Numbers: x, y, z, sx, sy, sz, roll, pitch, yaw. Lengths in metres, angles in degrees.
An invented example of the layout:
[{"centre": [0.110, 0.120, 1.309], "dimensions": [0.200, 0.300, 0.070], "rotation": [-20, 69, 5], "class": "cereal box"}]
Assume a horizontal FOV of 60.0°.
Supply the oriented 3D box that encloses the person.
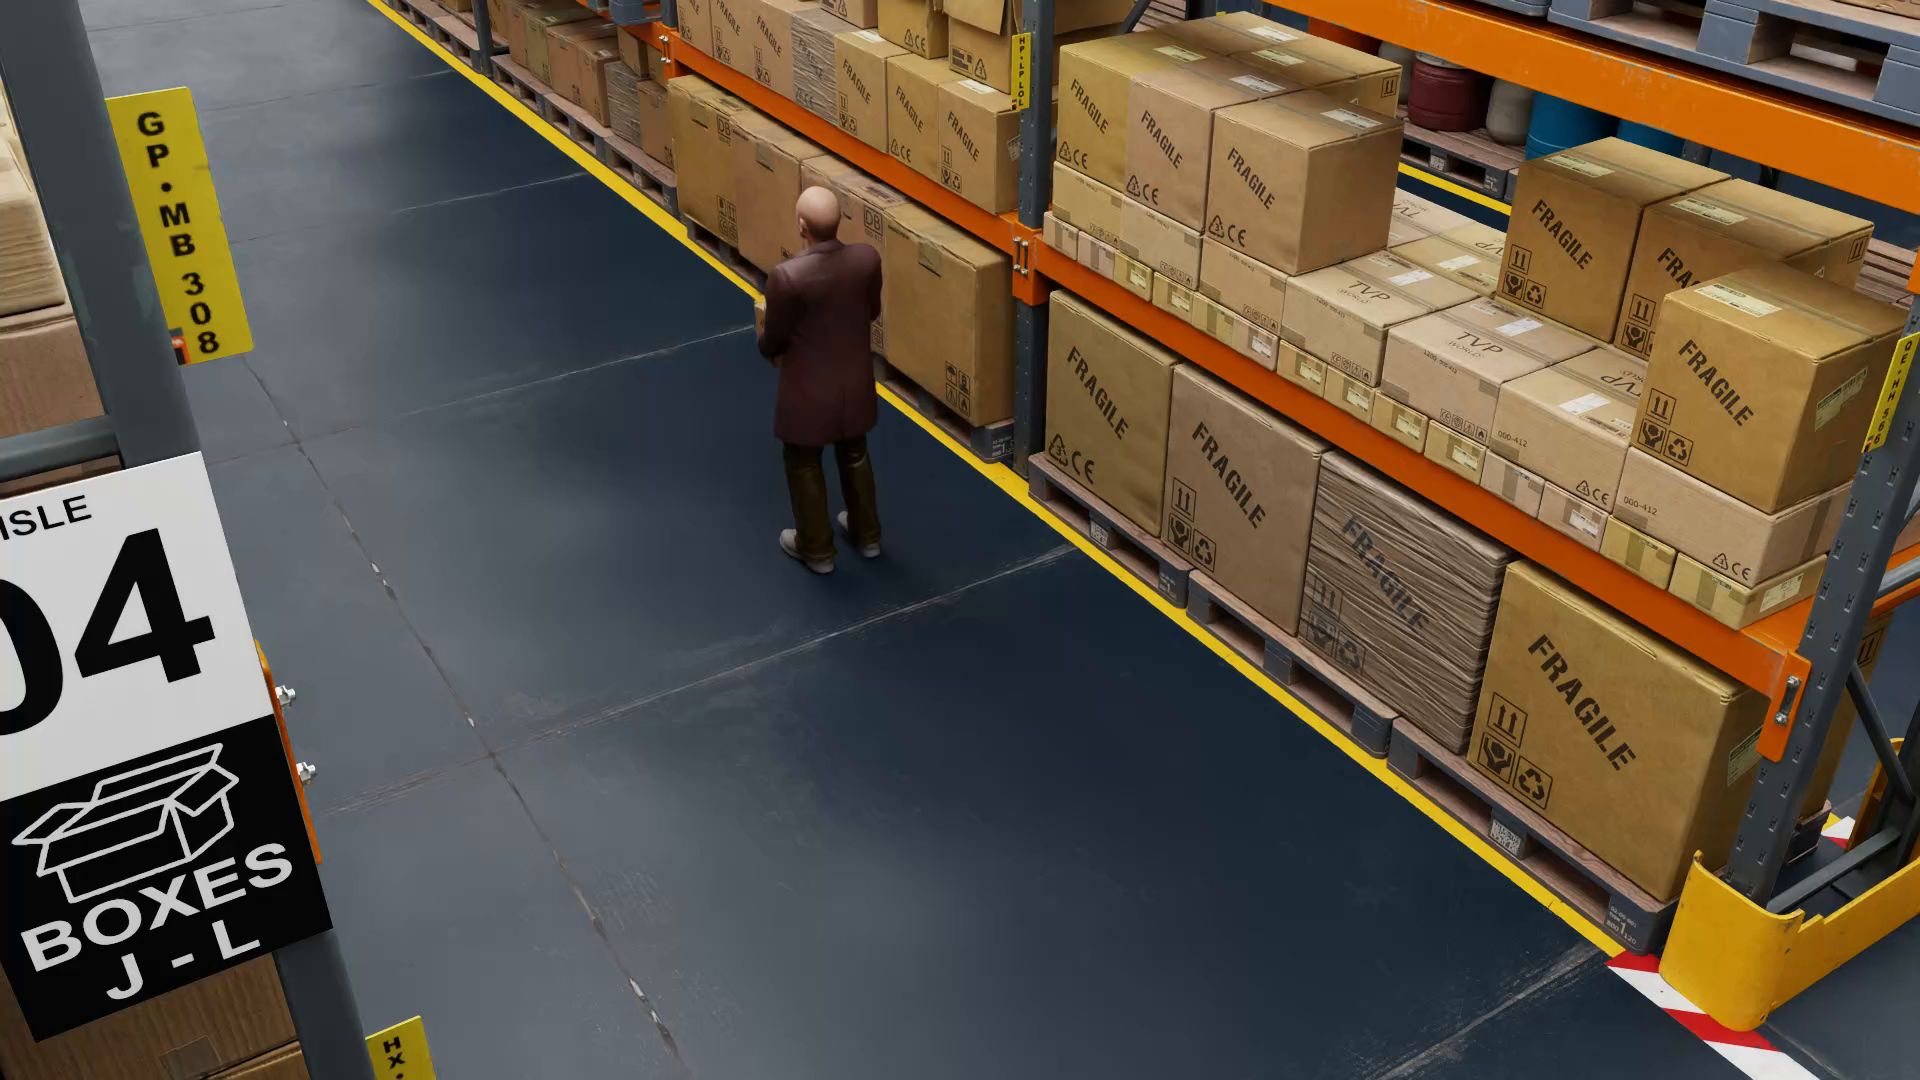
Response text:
[{"centre": [-0.635, -0.732, 7.308], "dimensions": [0.554, 1.781, 0.527], "rotation": [-19, 37, -28], "class": "person"}]
